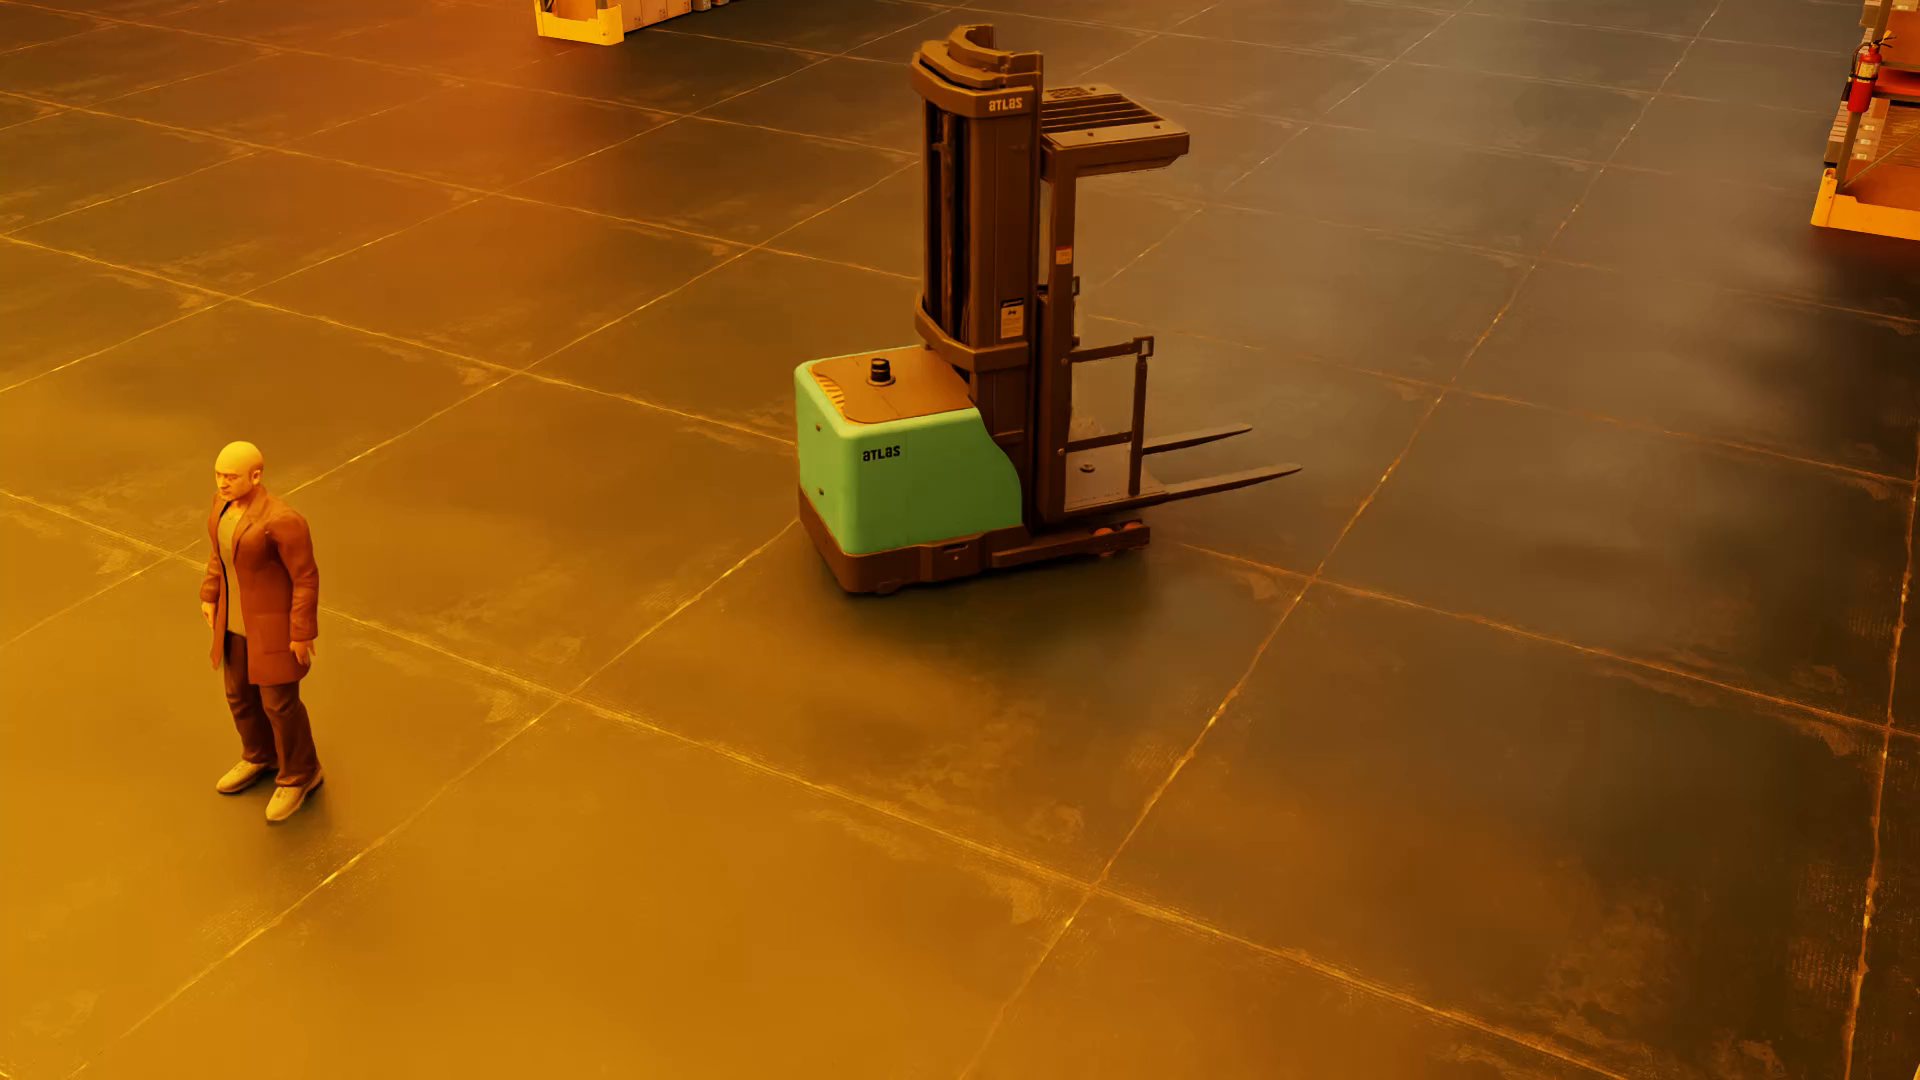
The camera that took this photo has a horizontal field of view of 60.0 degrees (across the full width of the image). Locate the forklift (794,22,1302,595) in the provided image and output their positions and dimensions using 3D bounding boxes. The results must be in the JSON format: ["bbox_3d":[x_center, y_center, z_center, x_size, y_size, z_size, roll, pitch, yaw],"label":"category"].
[{"bbox_3d":[0.595,-1.408,9.510,3.031,2.935,1.130,-11,32,-18],"label":"forklift"}]

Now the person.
[{"bbox_3d":[-3.214,0.402,7.542,0.683,1.793,0.495,17,34,27],"label":"person"}]
